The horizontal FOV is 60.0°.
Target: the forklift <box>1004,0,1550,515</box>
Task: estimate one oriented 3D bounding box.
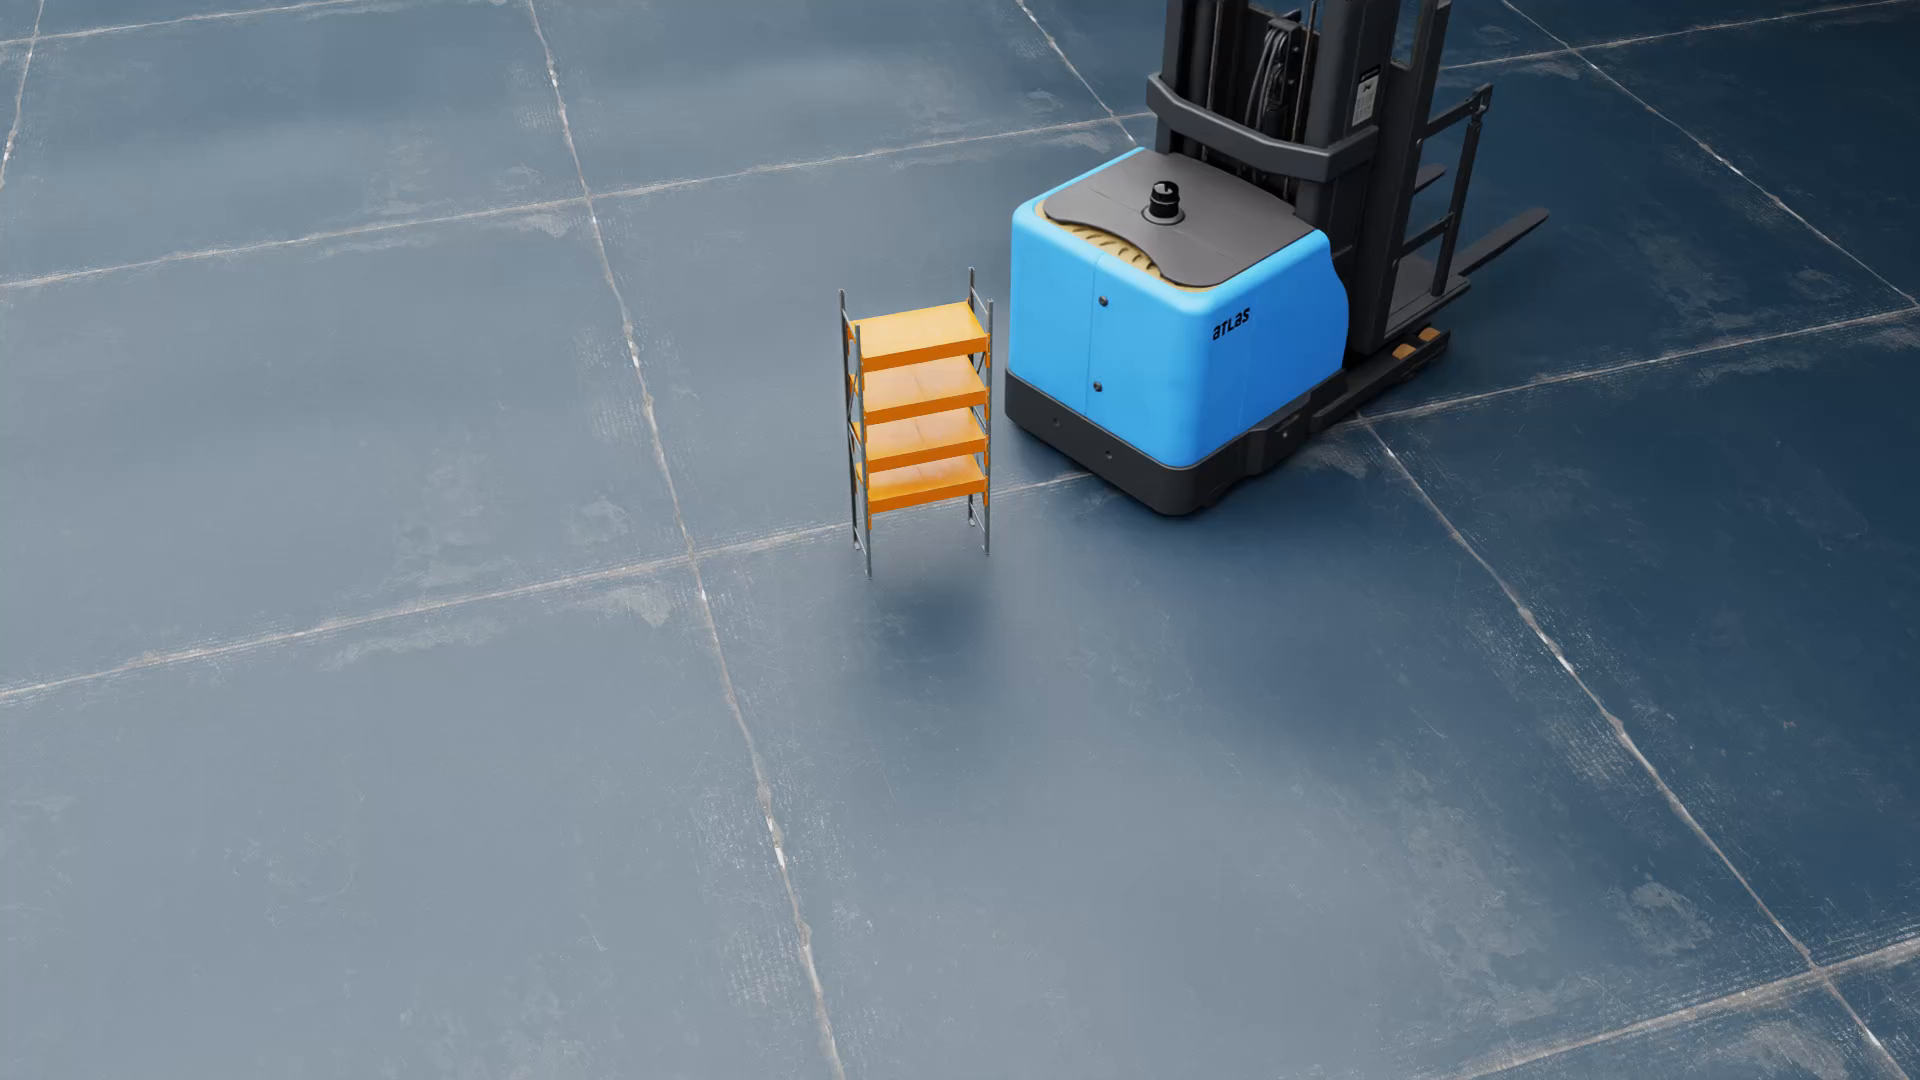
[{"bbox_3d":[1.612,-2.053,6.873,3.031,2.935,1.130,-32,50,-31],"label":"forklift"}]

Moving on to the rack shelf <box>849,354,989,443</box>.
[{"bbox_3d":[-0.158,-0.537,6.215,0.480,0.148,0.258,-12,42,-13],"label":"rack shelf"}]

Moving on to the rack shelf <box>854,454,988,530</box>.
[{"bbox_3d":[-0.158,-0.219,6.493,0.480,0.148,0.258,-12,42,-13],"label":"rack shelf"}]

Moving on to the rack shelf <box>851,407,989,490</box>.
[{"bbox_3d":[-0.158,-0.368,6.362,0.480,0.148,0.258,-12,42,-13],"label":"rack shelf"}]

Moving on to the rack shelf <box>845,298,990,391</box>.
[{"bbox_3d":[-0.158,-0.715,6.059,0.480,0.148,0.258,-12,42,-13],"label":"rack shelf"}]

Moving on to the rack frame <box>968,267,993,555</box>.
[{"bbox_3d":[0.075,-0.467,6.373,0.015,1.200,0.240,-12,42,-13],"label":"rack frame"}]

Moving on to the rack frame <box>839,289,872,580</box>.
[{"bbox_3d":[-0.391,-0.371,6.263,0.015,1.200,0.240,-12,42,-13],"label":"rack frame"}]

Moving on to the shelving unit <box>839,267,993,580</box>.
[{"bbox_3d":[-0.158,-0.419,6.318,0.503,1.200,0.258,-12,42,-13],"label":"shelving unit"}]
